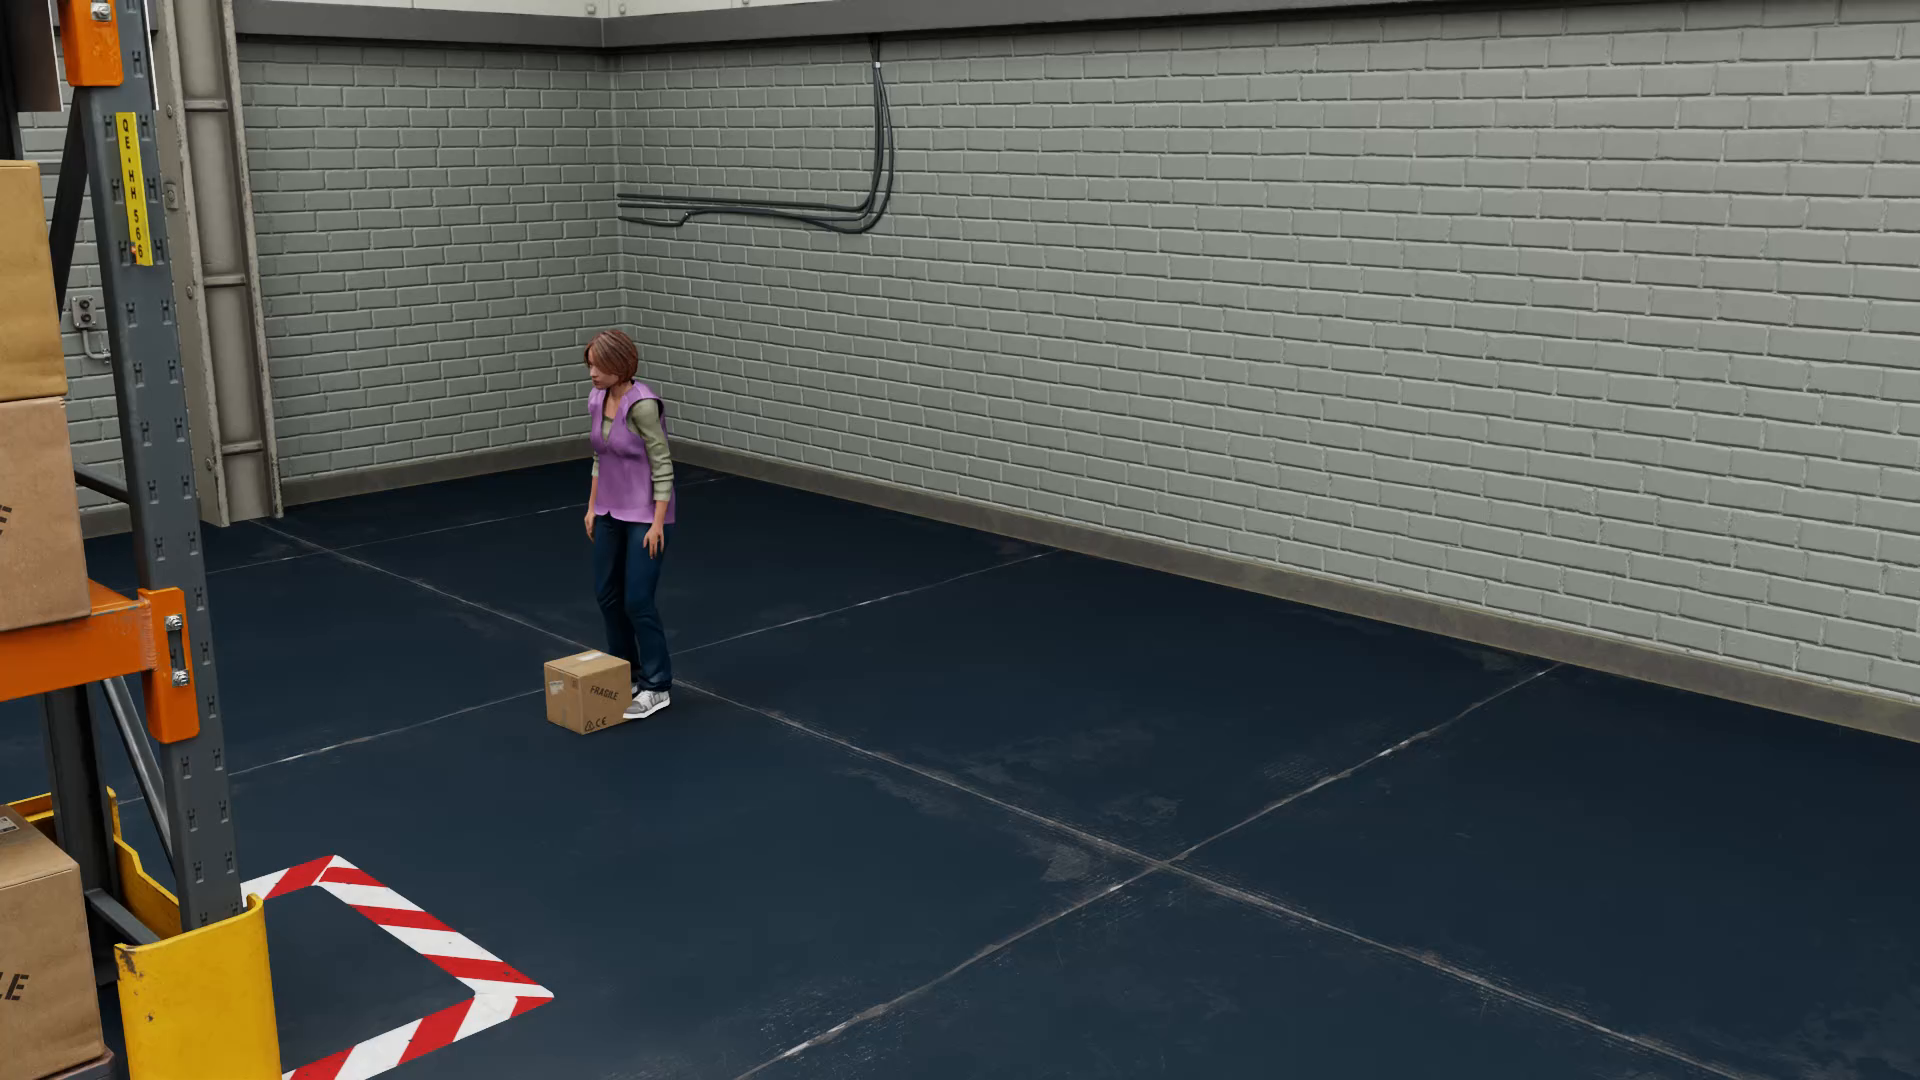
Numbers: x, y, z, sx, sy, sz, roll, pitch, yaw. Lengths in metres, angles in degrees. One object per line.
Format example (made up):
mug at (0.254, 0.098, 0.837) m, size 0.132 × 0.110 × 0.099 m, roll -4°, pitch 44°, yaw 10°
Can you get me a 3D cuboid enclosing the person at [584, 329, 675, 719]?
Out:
person at (-1.360, -0.067, 6.819) m, size 0.480 × 1.580 × 0.347 m, roll 12°, pitch 18°, yaw 39°
